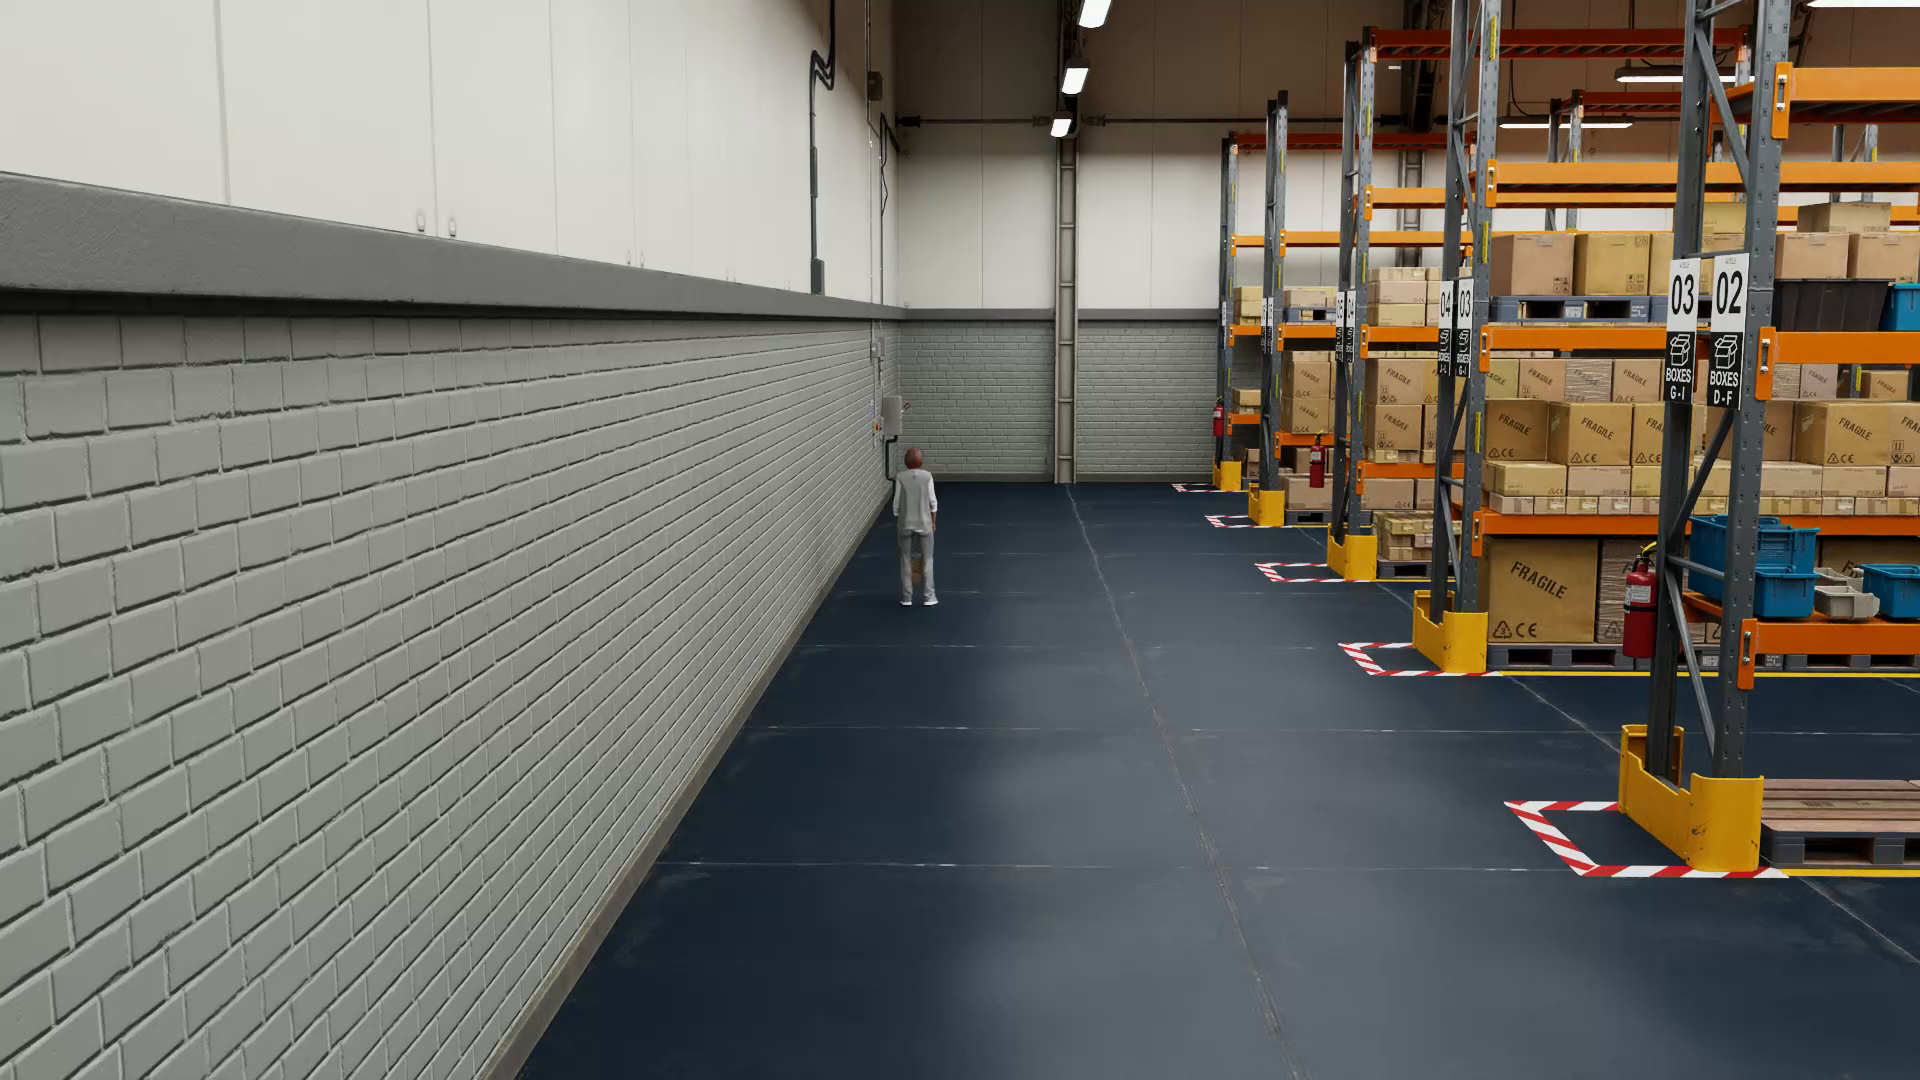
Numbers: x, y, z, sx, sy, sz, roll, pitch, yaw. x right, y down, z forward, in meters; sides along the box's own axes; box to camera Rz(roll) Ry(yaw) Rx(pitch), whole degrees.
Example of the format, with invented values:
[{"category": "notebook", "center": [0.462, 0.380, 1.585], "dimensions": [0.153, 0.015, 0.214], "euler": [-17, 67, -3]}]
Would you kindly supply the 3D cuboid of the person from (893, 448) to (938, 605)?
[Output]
[{"category": "person", "center": [-0.453, -0.130, 16.812], "dimensions": [0.456, 1.596, 0.338], "euler": [0, 7, 0]}]
